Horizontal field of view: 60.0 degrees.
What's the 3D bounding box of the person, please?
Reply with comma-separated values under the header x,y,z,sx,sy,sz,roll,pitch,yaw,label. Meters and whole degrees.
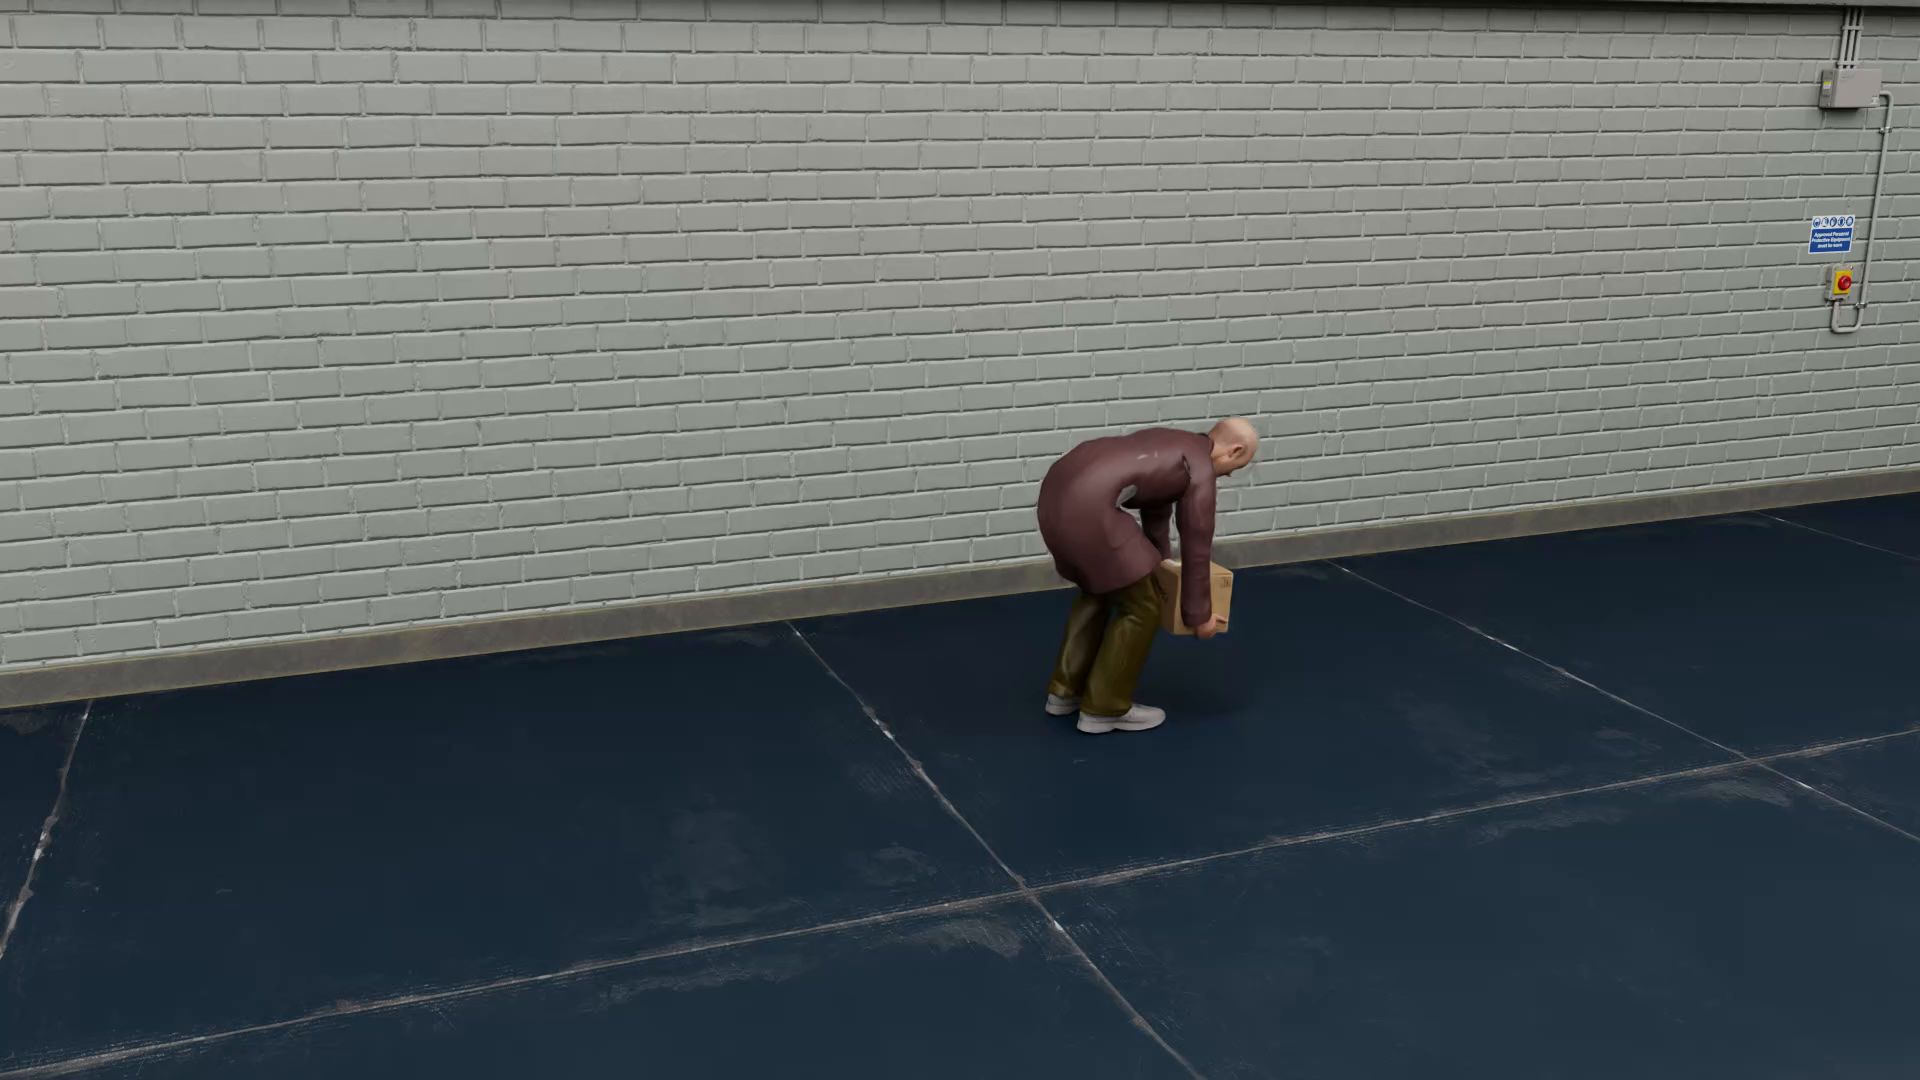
x,y,z,sx,sy,sz,roll,pitch,yaw,label
0.759,0.129,6.671,0.939,1.203,0.559,-6,17,-22,person
